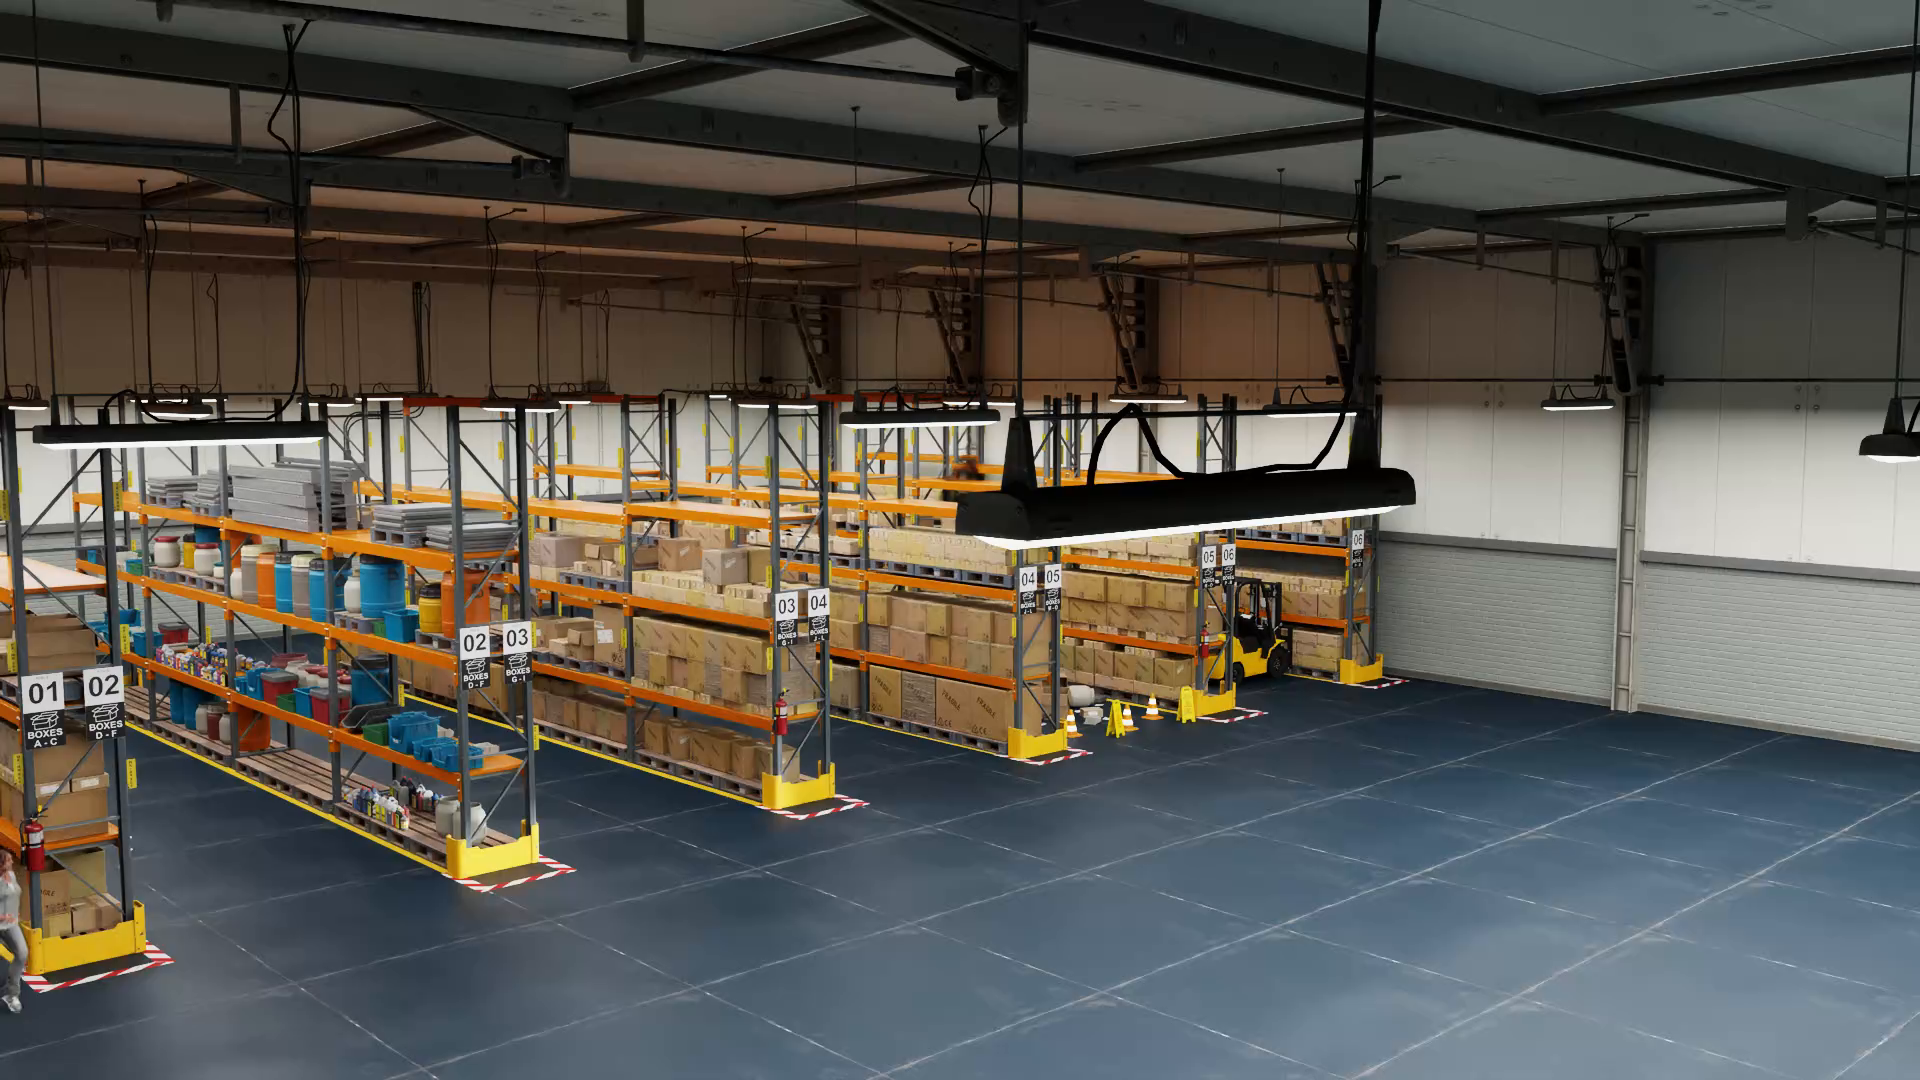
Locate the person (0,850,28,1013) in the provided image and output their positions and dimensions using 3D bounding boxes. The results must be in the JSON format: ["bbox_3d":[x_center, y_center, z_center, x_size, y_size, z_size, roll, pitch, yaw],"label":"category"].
[{"bbox_3d":[-9.708,3.929,16.798,0.659,1.608,0.611,1,6,14],"label":"person"}]

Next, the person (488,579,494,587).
[{"bbox_3d":[-11.256,1.712,39.403,0.749,1.616,0.807,1,6,12],"label":"person"}]
